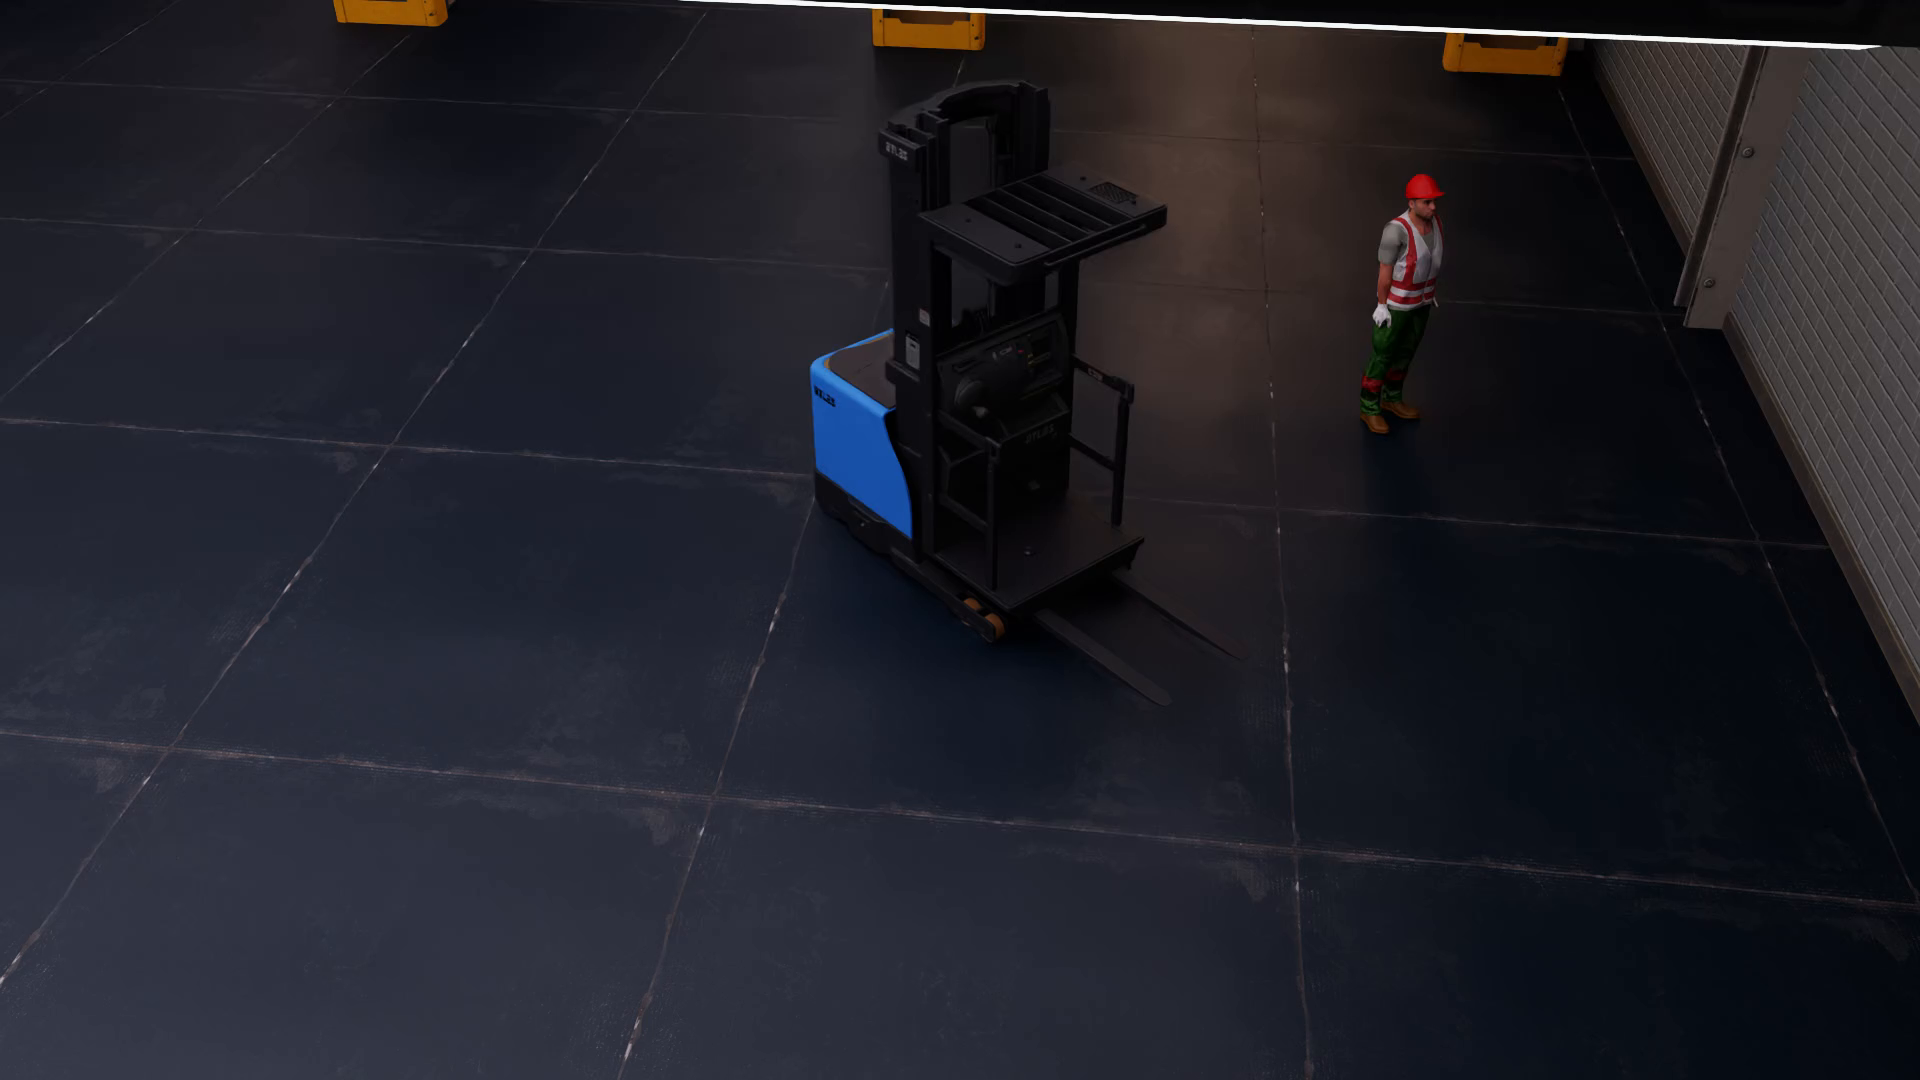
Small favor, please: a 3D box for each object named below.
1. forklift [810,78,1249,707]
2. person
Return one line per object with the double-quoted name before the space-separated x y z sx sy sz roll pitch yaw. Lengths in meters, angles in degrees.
"forklift" 0.389 -0.923 9.281 1.130 2.935 3.031 -26 44 -31
"person" 3.006 -1.592 11.151 0.529 1.795 0.369 -23 42 -28
